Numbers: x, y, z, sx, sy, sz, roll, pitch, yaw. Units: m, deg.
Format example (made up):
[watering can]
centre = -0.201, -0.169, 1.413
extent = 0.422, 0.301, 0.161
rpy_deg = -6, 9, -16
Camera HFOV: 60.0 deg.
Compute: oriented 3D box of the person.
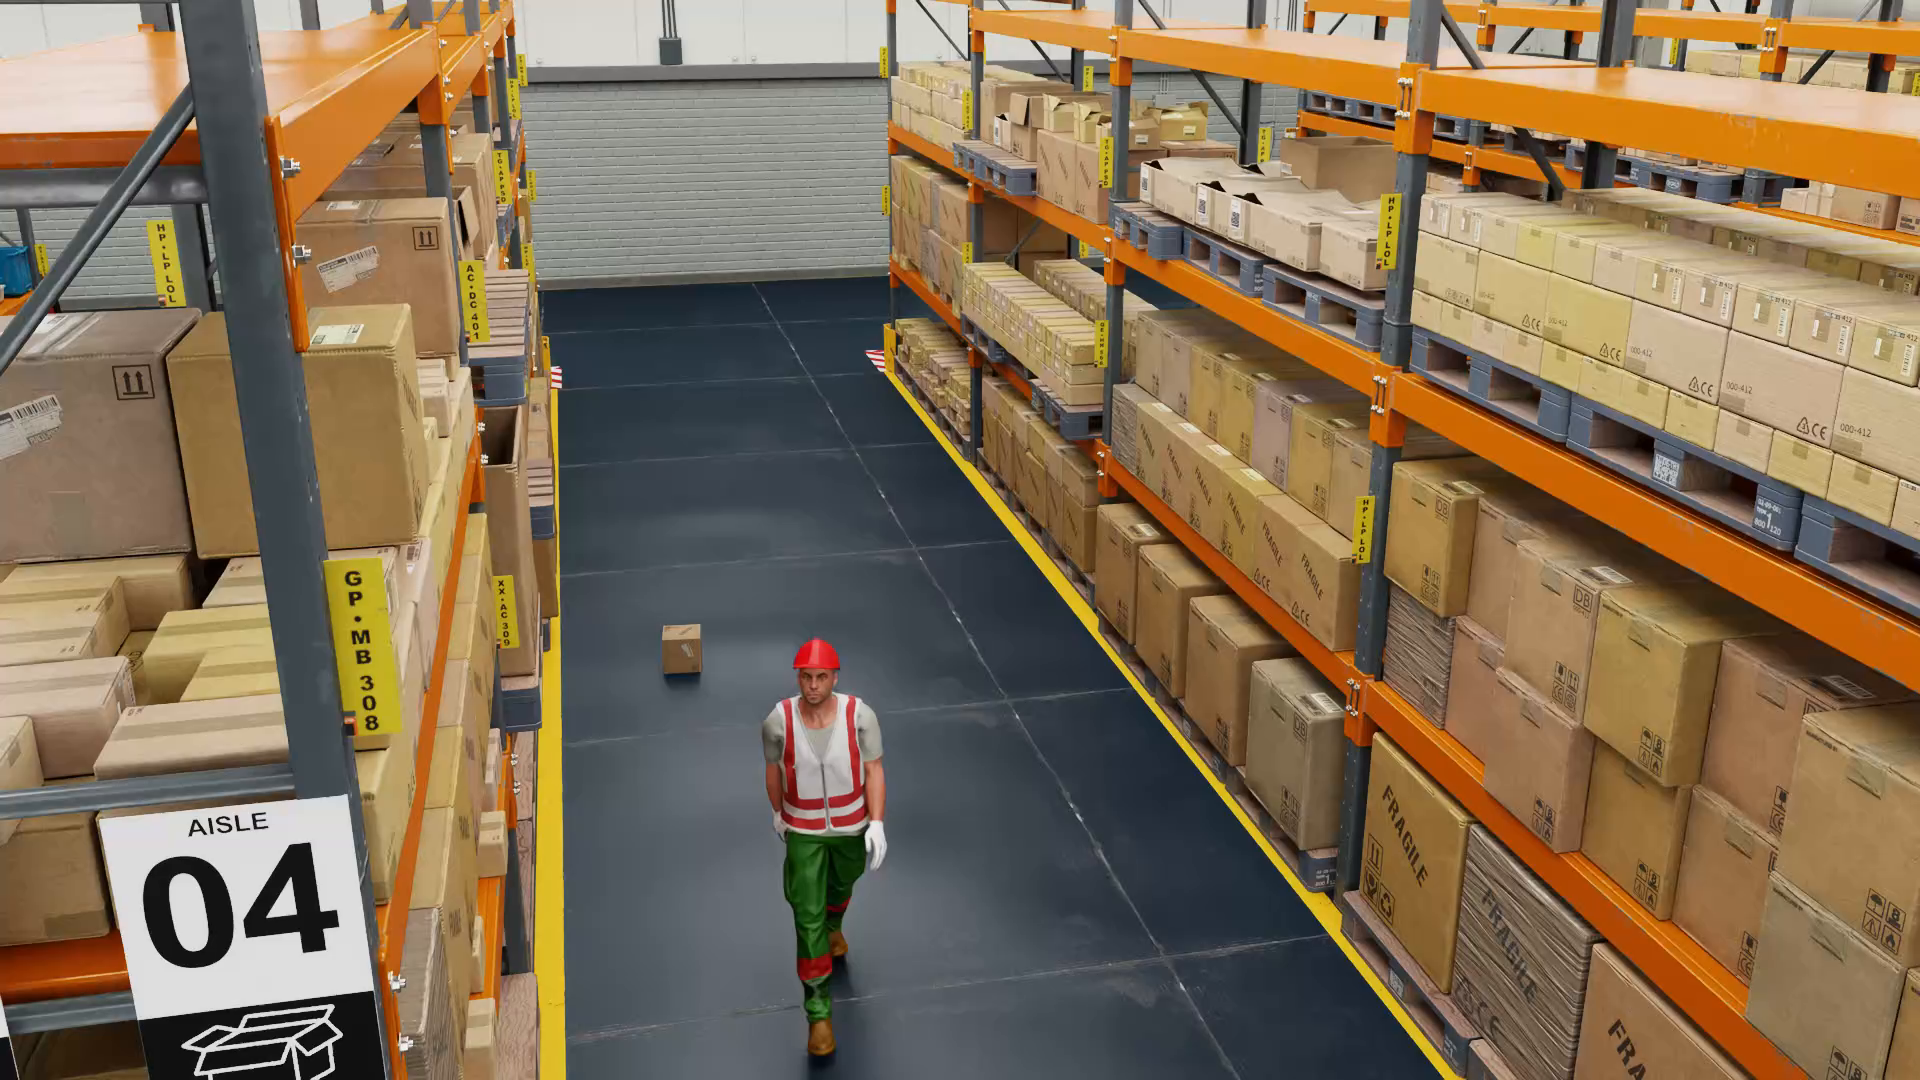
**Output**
[person]
centre = -0.587, 1.284, 7.381
extent = 0.528, 1.733, 1.056
rpy_deg = -4, 20, -10
